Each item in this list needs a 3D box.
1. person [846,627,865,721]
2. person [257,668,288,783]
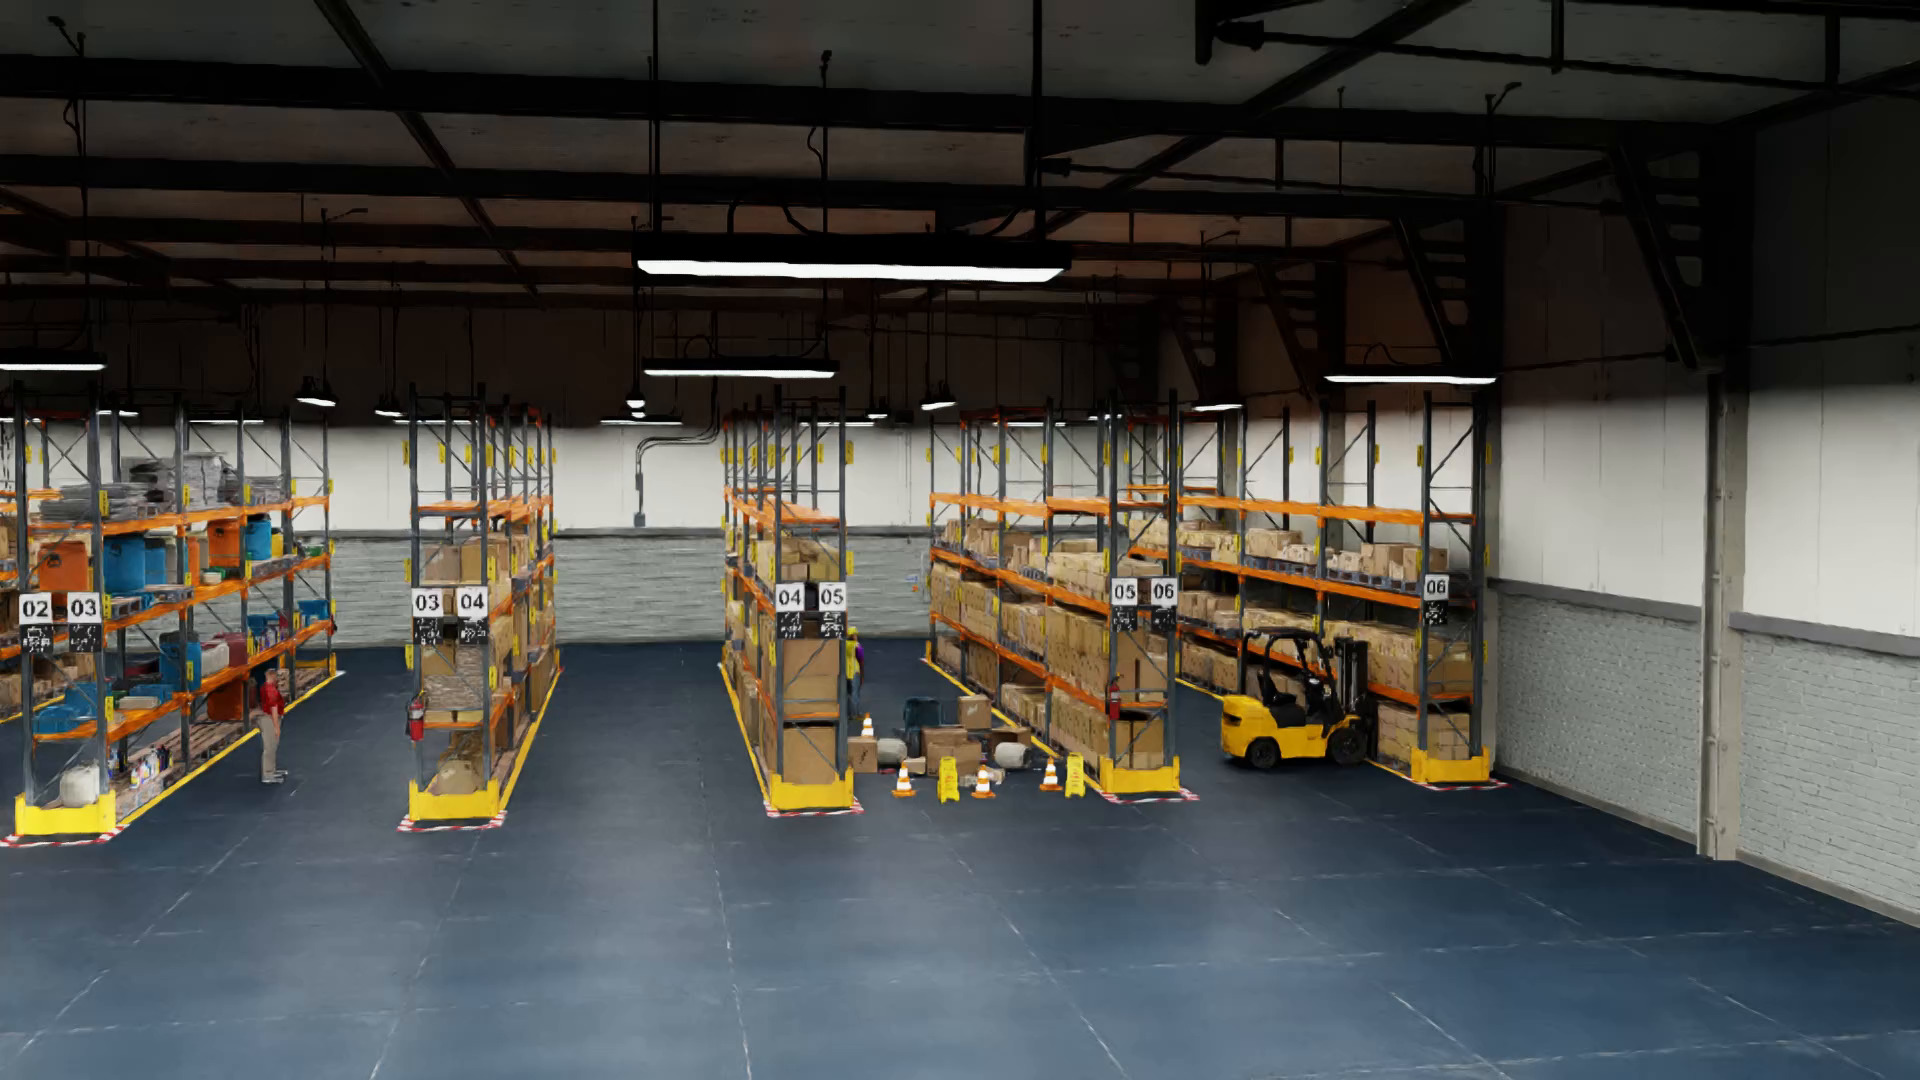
[{"bbox_3d":[-1.982,2.509,31.410,0.452,1.768,0.632,-3,4,-41],"label":"person"},{"bbox_3d":[-10.533,2.828,25.536,0.476,1.738,0.627,-2,4,-38],"label":"person"}]
